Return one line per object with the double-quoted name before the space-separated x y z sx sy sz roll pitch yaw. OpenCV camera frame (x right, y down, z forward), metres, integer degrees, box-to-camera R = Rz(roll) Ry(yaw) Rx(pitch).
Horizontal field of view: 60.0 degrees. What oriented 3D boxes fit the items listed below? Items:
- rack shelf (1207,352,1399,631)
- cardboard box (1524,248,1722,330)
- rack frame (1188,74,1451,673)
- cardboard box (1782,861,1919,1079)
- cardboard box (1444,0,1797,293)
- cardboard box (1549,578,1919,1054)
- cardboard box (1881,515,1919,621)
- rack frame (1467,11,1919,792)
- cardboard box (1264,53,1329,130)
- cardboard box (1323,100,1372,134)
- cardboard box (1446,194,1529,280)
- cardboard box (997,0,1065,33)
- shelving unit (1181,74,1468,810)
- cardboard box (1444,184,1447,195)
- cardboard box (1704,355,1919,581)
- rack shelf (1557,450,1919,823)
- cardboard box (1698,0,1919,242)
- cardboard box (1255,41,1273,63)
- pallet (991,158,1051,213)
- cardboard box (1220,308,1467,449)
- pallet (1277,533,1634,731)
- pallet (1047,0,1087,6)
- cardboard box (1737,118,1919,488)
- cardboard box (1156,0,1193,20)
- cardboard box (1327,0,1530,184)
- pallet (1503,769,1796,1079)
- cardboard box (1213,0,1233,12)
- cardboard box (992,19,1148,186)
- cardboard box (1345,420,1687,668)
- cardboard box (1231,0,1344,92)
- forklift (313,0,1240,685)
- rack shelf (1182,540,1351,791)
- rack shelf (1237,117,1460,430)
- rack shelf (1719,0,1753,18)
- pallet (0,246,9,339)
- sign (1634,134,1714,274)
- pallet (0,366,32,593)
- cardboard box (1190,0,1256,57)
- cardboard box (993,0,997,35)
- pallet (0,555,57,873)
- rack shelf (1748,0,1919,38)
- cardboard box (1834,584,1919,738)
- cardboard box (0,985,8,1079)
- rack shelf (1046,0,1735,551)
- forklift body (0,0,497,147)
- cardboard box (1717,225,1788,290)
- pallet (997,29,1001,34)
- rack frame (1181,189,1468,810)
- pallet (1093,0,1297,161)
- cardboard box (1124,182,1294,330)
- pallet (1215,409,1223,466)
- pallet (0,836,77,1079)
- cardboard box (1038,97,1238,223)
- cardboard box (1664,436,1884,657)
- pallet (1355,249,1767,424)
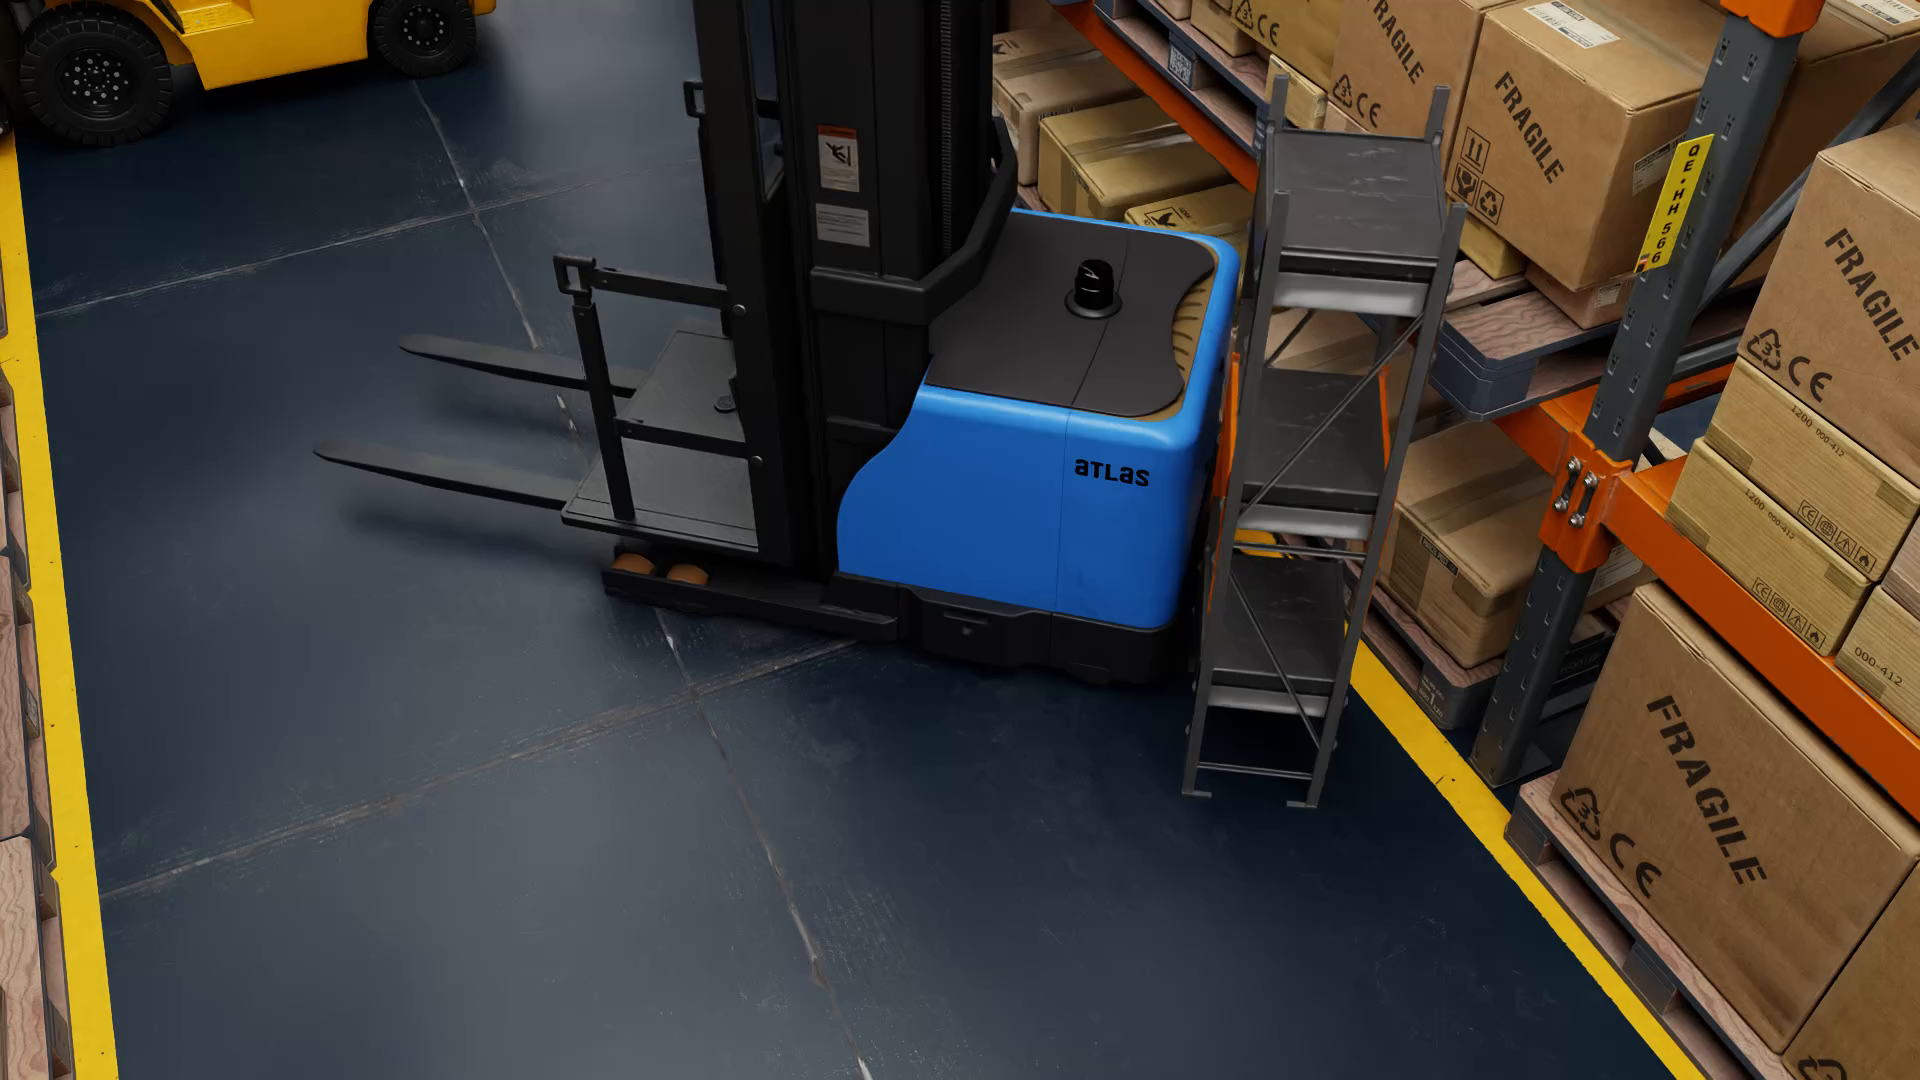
"rack shelf" 0.894 -0.130 4.406 0.431 0.518 0.480 5 45 6
"cardboard box" 1.672 -0.701 4.205 0.380 0.149 0.250 -16 47 -16
"rack frame" 0.927 -0.309 4.569 0.400 2.100 0.015 5 45 6
"cardboard box" 2.610 1.140 3.673 0.875 0.875 0.875 -17 47 -17
"cardboard box" 1.580 -1.000 4.046 0.500 0.500 0.500 -19 48 -19
"cardboard box" 2.239 0.570 4.250 0.875 0.875 0.875 -18 48 -18
"cardboard box" 2.229 0.099 3.264 0.500 0.250 0.500 -17 47 -16
"rack frame" 2.024 -0.502 4.123 1.000 3.000 0.127 -18 47 -17
"cardboard box" 1.120 -1.332 4.844 0.380 0.149 0.250 -17 47 -17
"cardboard box" 1.249 -1.161 4.670 0.380 0.149 0.250 -20 48 -19
"cardboard box" 1.494 -0.850 4.356 0.380 0.149 0.250 -17 47 -17
"cardboard box" 0.339 -2.677 7.986 0.500 0.250 0.500 -20 48 -19
"shelving unit" 0.894 -0.140 4.396 0.431 2.100 0.503 5 45 6
"cardboard box" 1.347 -0.998 4.505 0.380 0.149 0.250 -18 48 -18
"cardboard box" 2.013 -0.230 3.599 0.500 0.250 0.500 -18 47 -18
"rack shelf" 2.865 1.029 3.084 1.077 0.370 4.000 -18 47 -17
"cardboard box" 2.044 -1.148 4.195 0.500 0.500 0.500 -19 48 -19
"cardboard box" 1.129 -1.529 5.044 0.380 0.149 0.250 -18 47 -17
"pallet" 0.670 -1.562 7.183 1.003 0.211 1.213 -18 47 -17
"cardboard box" 1.478 -0.546 5.740 0.950 0.372 0.625 -19 48 -18
"pallet" 1.696 -0.007 5.607 1.003 0.211 1.213 -18 47 -17
"pallet" 0.531 -2.452 6.236 1.003 0.211 1.213 -18 47 -17
"cardboard box" 2.009 -0.506 3.345 0.500 0.500 0.500 -20 48 -19
"cardboard box" 0.810 -1.826 5.345 0.380 0.149 0.250 -16 47 -16
"cardboard box" 1.353 -1.326 4.377 0.500 0.500 0.500 -19 48 -18
"pallet" 2.287 1.016 4.570 1.003 0.211 1.213 -18 47 -17
"cardboard box" 0.911 -1.996 5.055 0.500 0.500 0.500 -20 48 -19
"cardboard box" 0.565 -1.931 7.143 0.950 0.372 0.625 -17 47 -17
"cardboard box" 1.795 -0.079 5.266 0.950 0.372 0.625 -21 48 -20
"cardboard box" 1.140 -1.648 4.702 0.500 0.500 0.500 -21 48 -20
"forklift" -0.689 -1.151 4.829 3.031 2.935 1.130 10 46 10
"rack shelf" 0.894 0.368 4.898 0.431 0.518 0.480 5 45 6
"rack shelf" 0.894 -0.628 3.914 0.431 0.518 0.480 5 45 6
"rack shelf" 1.183 -2.588 4.613 1.077 0.370 4.000 -18 47 -17
"pallet" -4.457 -1.109 6.723 1.003 0.211 1.213 -18 47 -17
"sign" 1.535 -0.719 3.575 0.100 0.325 0.005 -18 47 -17
"pallet" -3.815 -0.132 5.733 1.003 0.211 1.213 -18 47 -17
"cardboard box" 0.949 -1.665 5.182 0.380 0.149 0.250 -19 48 -19
"cardboard box" -0.151 -2.519 7.826 0.500 0.250 0.500 -16 47 -16
"pallet" -3.298 0.647 4.944 1.003 0.211 1.213 -18 47 -17
"rack shelf" 2.865 -0.039 2.030 1.077 0.370 4.000 -18 47 -17
"cardboard box" 2.233 0.260 3.458 0.500 0.250 0.500 -19 48 -19
"cardboard box" -2.728 1.261 3.728 0.875 0.625 0.625 -17 47 -16
"rack shelf" 1.183 -1.520 5.667 1.077 0.370 4.000 -18 47 -17
"forklift body" -3.390 -3.160 7.421 2.313 2.155 1.214 -18 47 -17
"cardboard box" 2.056 -0.824 4.329 0.380 0.149 0.250 -21 48 -20
"pallet" 0.027 -2.476 8.109 1.003 0.211 1.213 -18 47 -17
"rack frame" 0.861 0.030 4.224 0.400 2.100 0.015 5 45 6
"pallet" 1.154 -1.683 5.456 1.003 0.211 1.213 -18 47 -17
"cardboard box" 1.164 -1.031 6.232 0.950 0.372 0.625 -17 47 -16
"pallet" 1.187 -0.784 6.394 1.003 0.211 1.213 -18 47 -17
"pallet" -2.789 1.423 4.157 1.003 0.211 1.213 -18 47 -17
"cardboard box" 0.870 -1.474 6.680 0.950 0.372 0.625 -15 47 -15
"cardboard box" 2.001 -0.062 3.784 0.500 0.250 0.500 -19 48 -18
"pallet" 1.627 -0.856 4.618 1.213 0.211 1.003 -18 47 -17
